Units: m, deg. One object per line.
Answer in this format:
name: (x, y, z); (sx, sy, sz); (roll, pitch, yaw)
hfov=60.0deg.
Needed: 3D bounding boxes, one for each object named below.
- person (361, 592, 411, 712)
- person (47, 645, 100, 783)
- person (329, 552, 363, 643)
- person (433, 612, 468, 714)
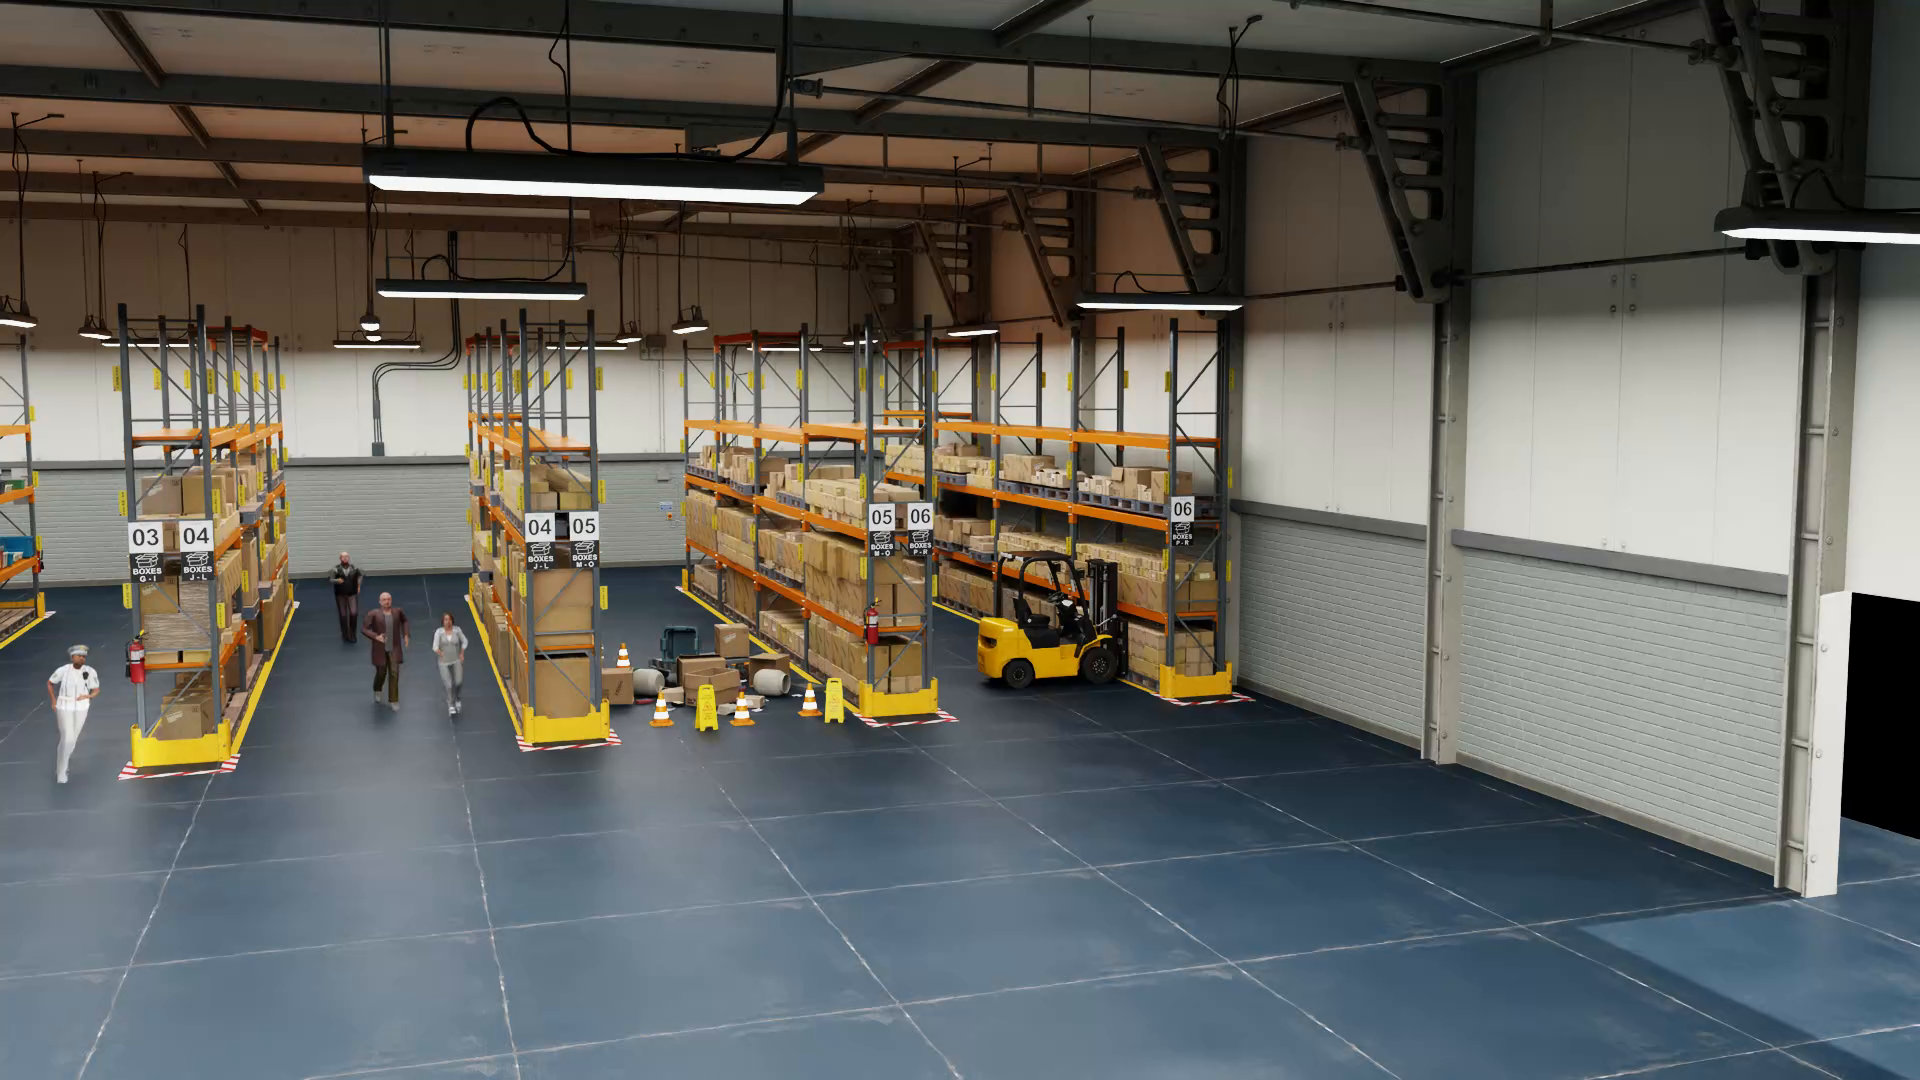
person: (-8.820, 1.693, 25.577); (0.734, 1.799, 0.933); (-3, 6, -31)
person: (-11.242, 2.187, 21.109); (0.572, 1.726, 0.654); (-5, 7, -42)
person: (-11.814, 1.115, 32.048); (0.637, 1.766, 0.711); (-2, 6, -22)
person: (-7.621, 1.851, 24.889); (0.508, 1.552, 0.585); (-2, 6, -19)
